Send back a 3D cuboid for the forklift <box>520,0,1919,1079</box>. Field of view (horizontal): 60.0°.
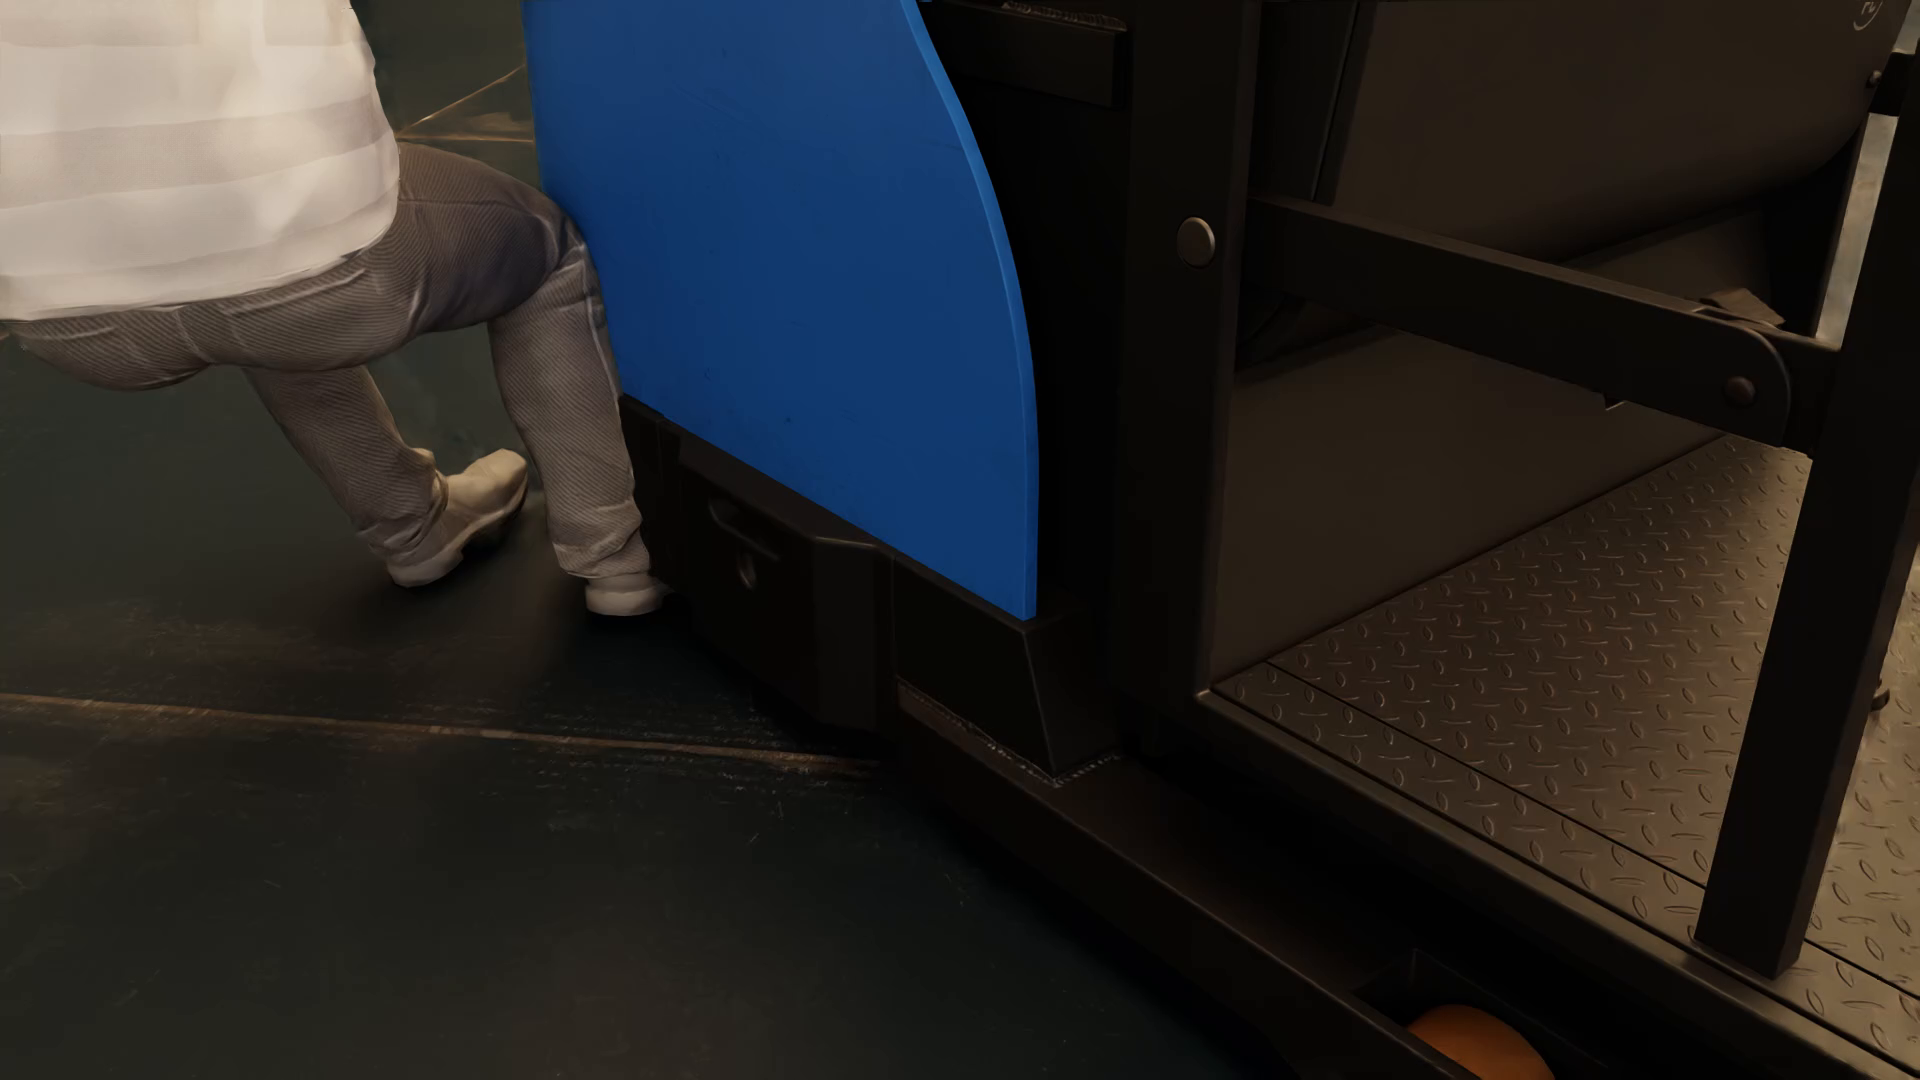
[{"bbox_3d":[0.746,-0.941,1.103,1.130,2.935,3.031,-20,33,-35],"label":"forklift"}]

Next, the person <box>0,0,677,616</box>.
[{"bbox_3d":[-0.950,-0.471,1.876,1.278,1.456,0.839,-3,27,-7],"label":"person"}]
